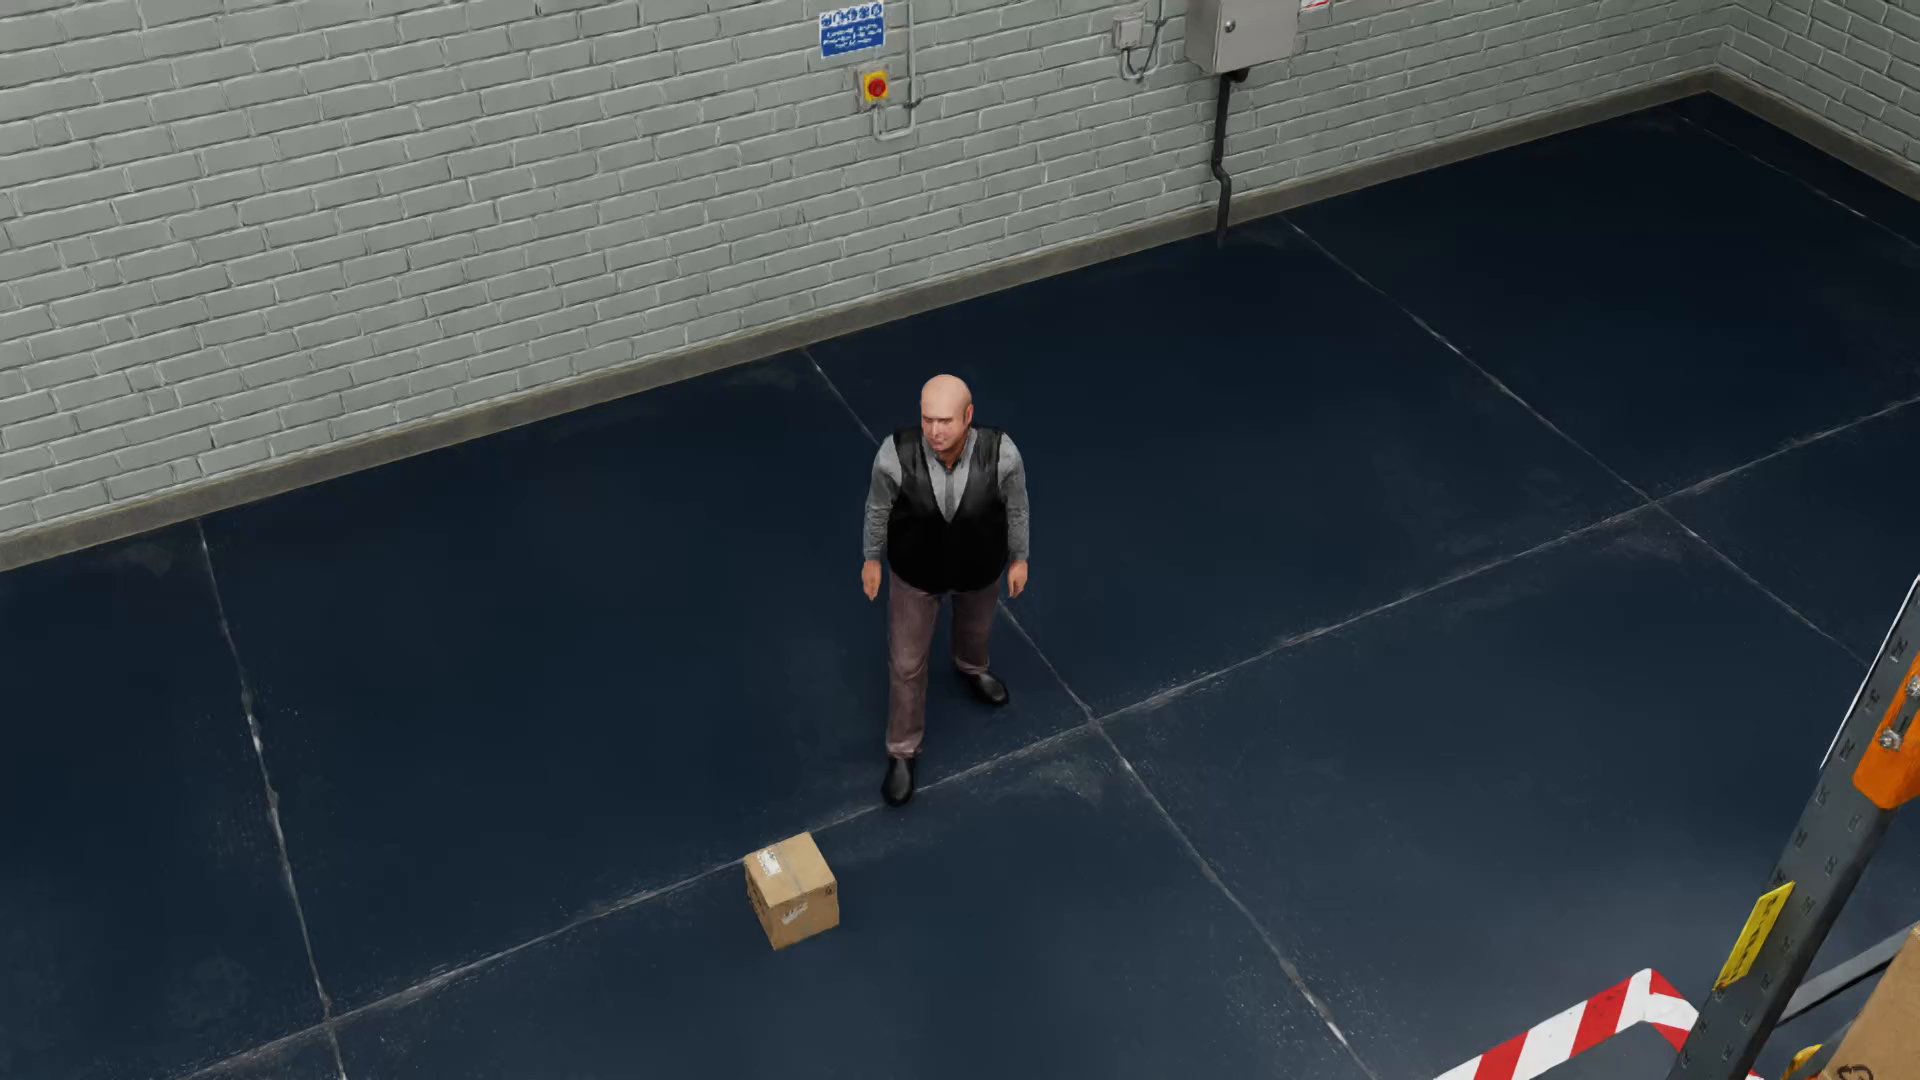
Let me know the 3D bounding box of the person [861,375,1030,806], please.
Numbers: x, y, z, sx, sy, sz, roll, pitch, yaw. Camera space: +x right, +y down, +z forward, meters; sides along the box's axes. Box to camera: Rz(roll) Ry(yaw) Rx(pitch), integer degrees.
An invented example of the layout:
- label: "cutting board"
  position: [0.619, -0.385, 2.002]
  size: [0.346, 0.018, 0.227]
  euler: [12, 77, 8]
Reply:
- label: "person"
  position: [-0.049, 0.124, 6.021]
  size: [0.612, 1.699, 0.765]
  euler: [-4, 41, -5]
